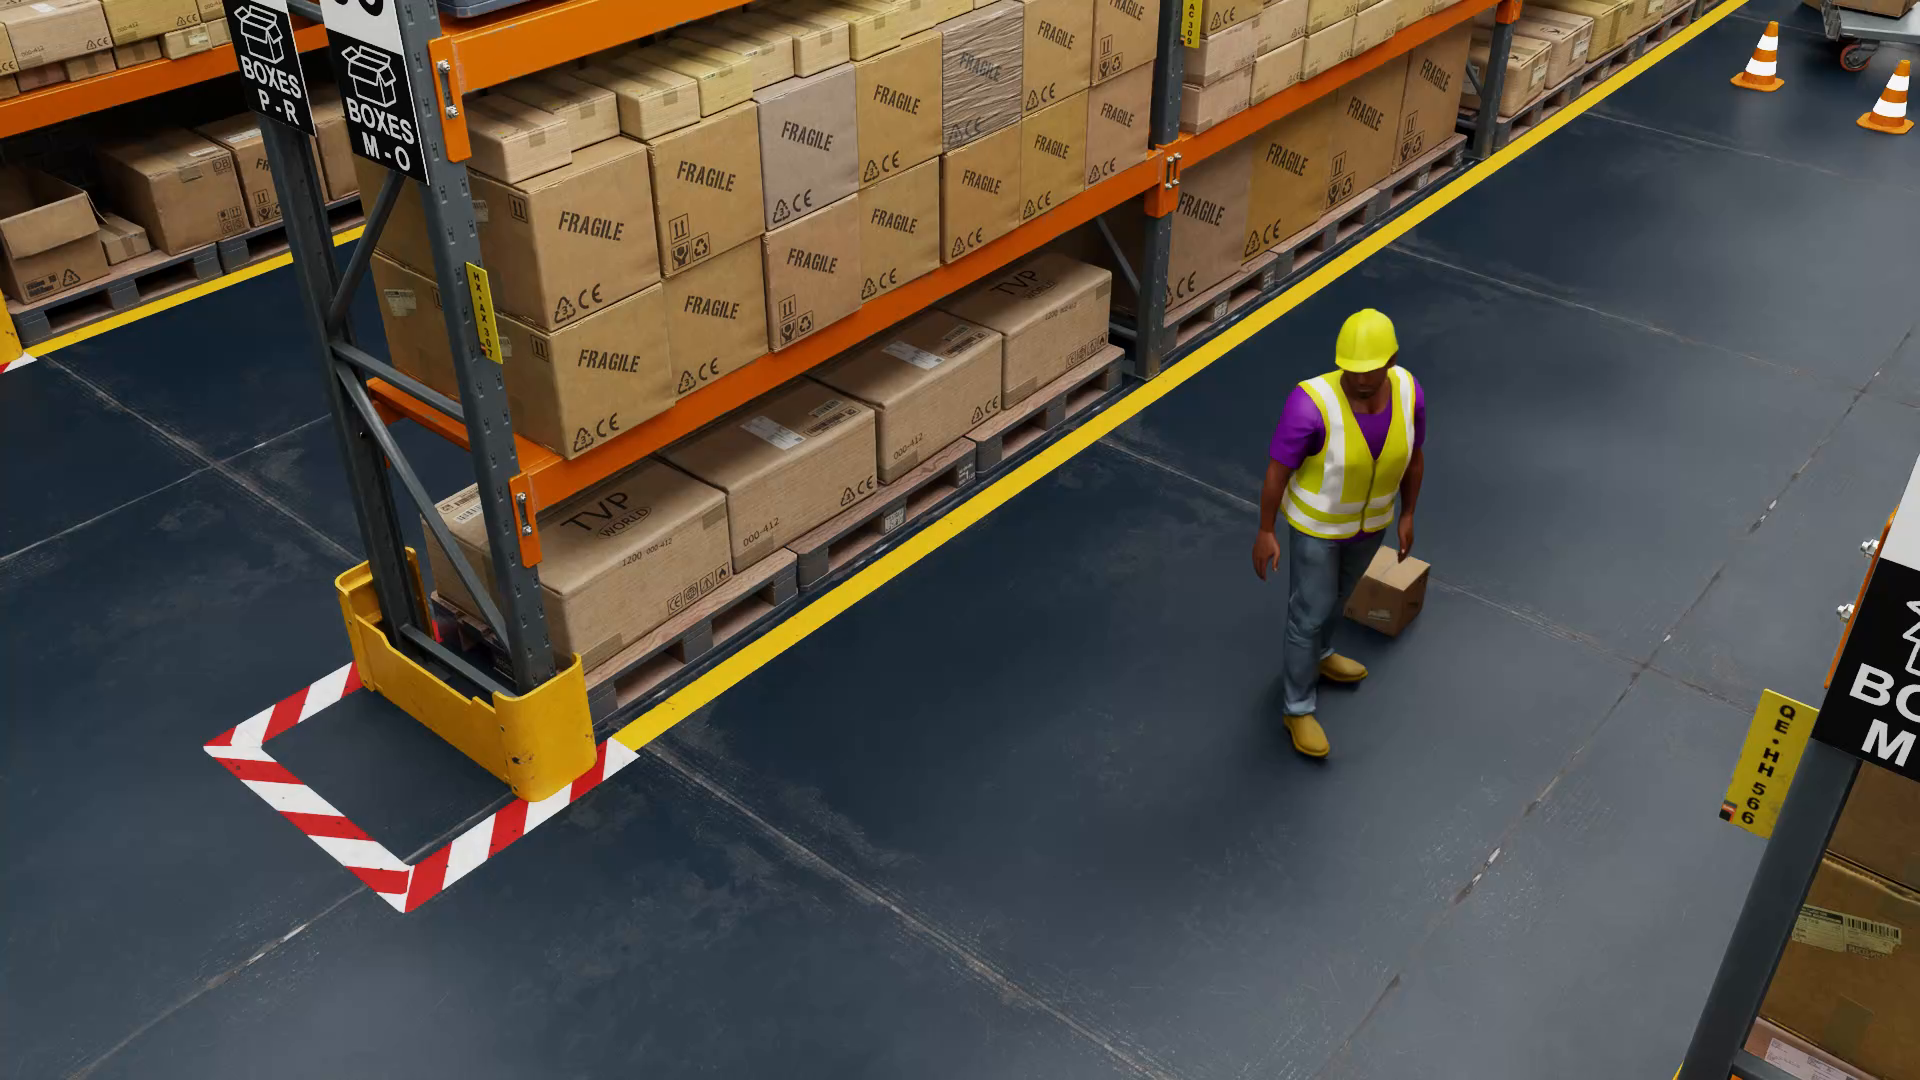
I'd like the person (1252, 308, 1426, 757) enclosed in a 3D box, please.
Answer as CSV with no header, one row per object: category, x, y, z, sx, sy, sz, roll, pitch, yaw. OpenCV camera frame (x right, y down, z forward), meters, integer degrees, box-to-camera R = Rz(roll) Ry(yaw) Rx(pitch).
person,1.406,-0.046,6.159,0.647,1.766,0.607,-14,37,-19
